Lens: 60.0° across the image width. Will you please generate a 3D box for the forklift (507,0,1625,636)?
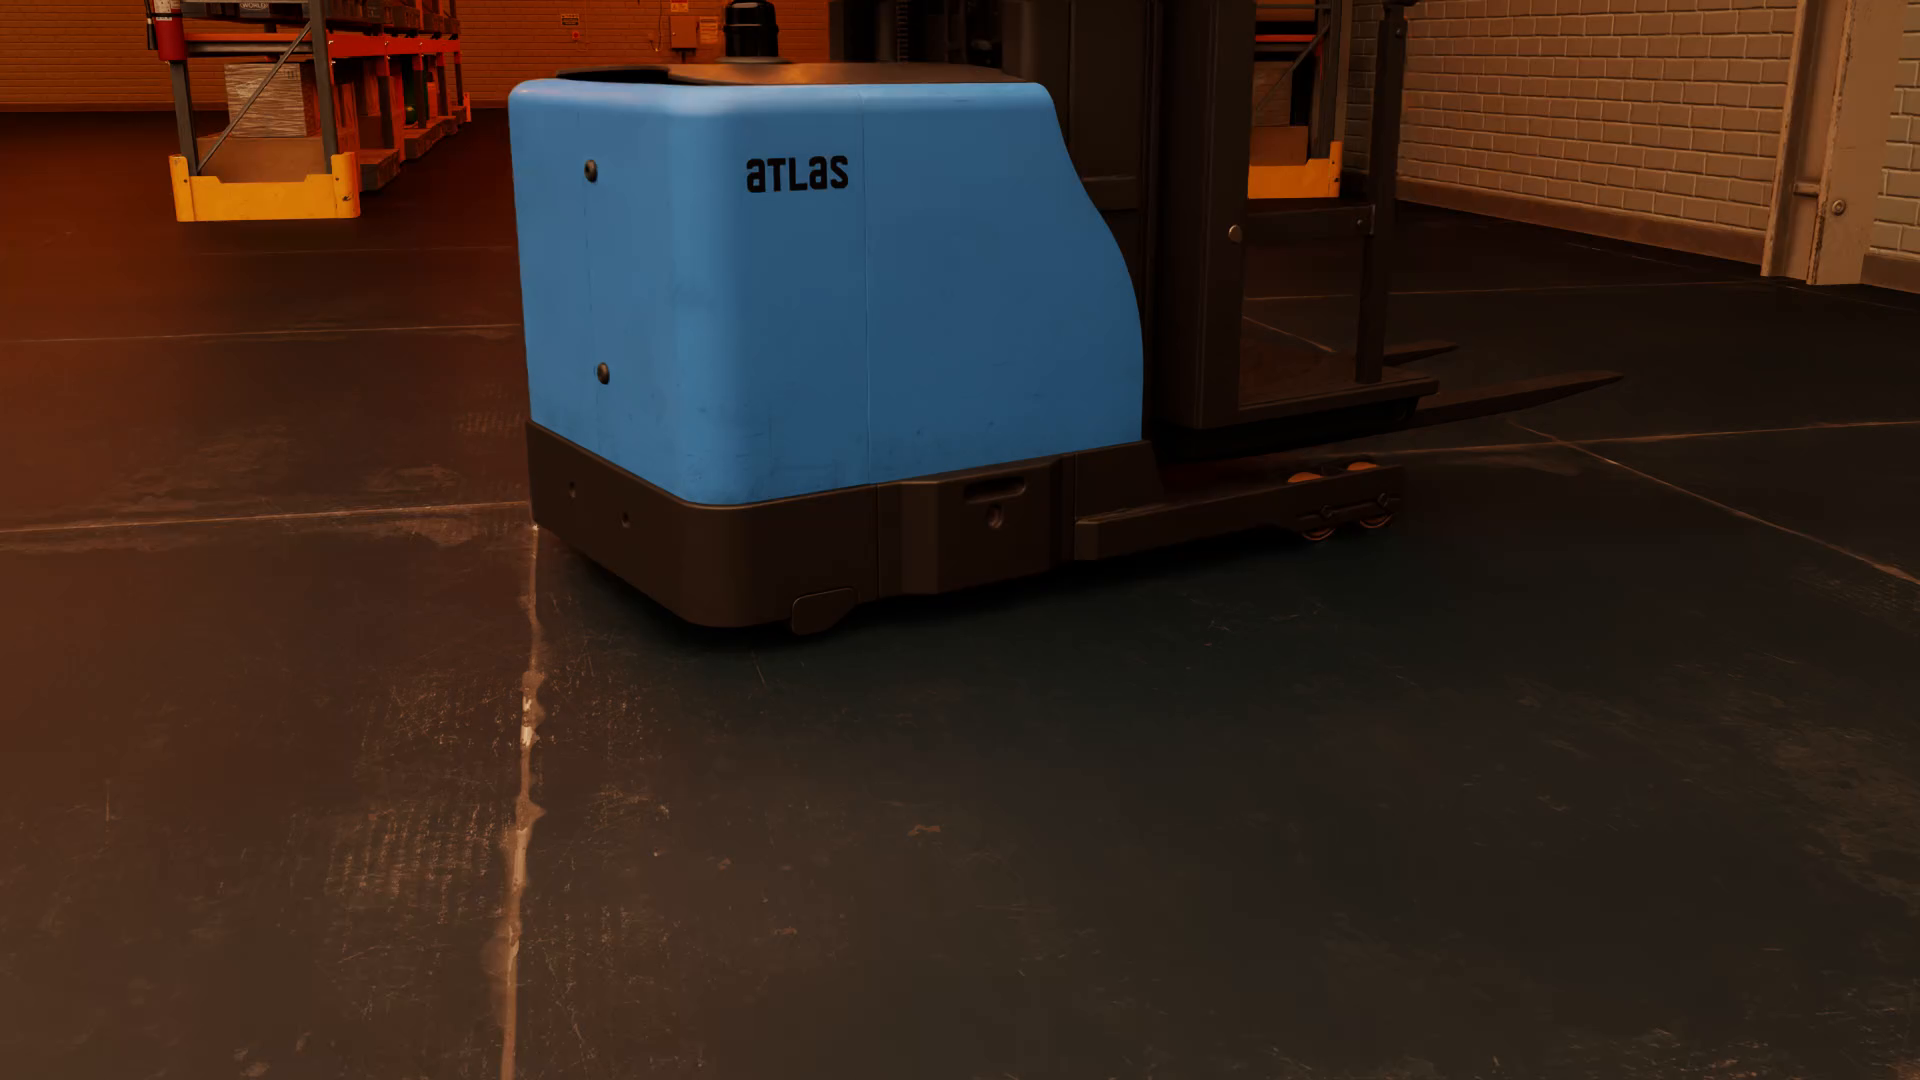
[{"bbox_3d":[0.496,-1.516,3.972,3.031,2.935,1.130,-11,20,-32],"label":"forklift"}]
